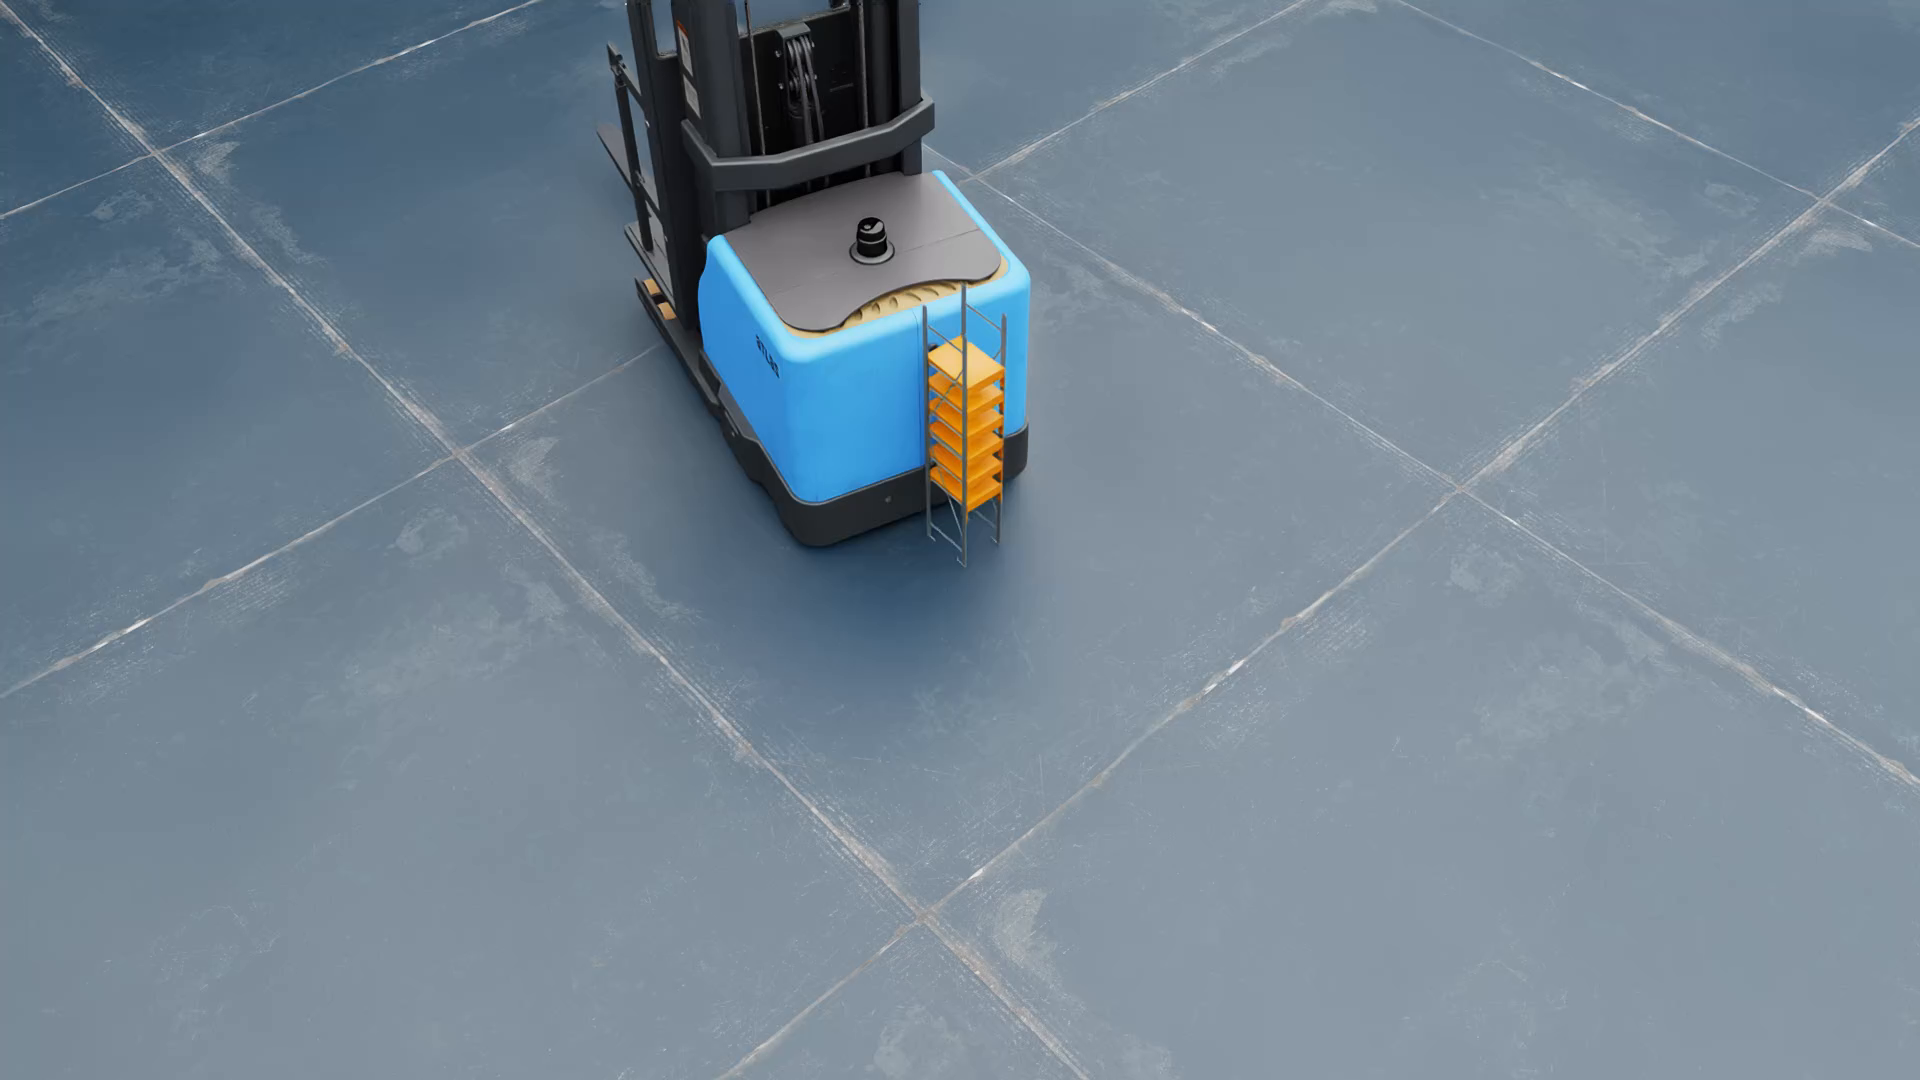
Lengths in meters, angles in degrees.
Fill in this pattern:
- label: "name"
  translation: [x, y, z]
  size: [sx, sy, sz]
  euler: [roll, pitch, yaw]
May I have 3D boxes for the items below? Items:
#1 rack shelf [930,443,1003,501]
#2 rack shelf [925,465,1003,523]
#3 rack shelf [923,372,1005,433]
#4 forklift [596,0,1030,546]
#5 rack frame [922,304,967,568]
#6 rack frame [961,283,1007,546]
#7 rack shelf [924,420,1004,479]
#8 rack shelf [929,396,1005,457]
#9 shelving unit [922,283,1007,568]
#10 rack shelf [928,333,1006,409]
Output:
- label: "rack shelf"
  translation: [0.015, -0.294, 6.428]
  size: [0.180, 0.103, 0.258]
  euler: [-32, 55, -26]
- label: "rack shelf"
  translation: [0.015, -0.212, 6.516]
  size: [0.180, 0.103, 0.258]
  euler: [-32, 55, -26]
- label: "rack shelf"
  translation: [0.015, -0.538, 6.164]
  size: [0.180, 0.103, 0.258]
  euler: [-32, 55, -26]
- label: "forklift"
  translation: [-0.840, -2.057, 6.654]
  size: [1.130, 2.935, 3.031]
  euler: [-21, 51, -18]
- label: "rack frame"
  translation: [-0.054, -0.361, 6.267]
  size: [0.006, 1.200, 0.240]
  euler: [-32, 55, -26]
- label: "rack frame"
  translation: [0.085, -0.449, 6.348]
  size: [0.006, 1.200, 0.240]
  euler: [-32, 55, -26]
- label: "rack shelf"
  translation: [0.015, -0.375, 6.340]
  size: [0.180, 0.103, 0.258]
  euler: [-32, 55, -26]
- label: "rack shelf"
  translation: [0.015, -0.456, 6.252]
  size: [0.180, 0.103, 0.258]
  euler: [-32, 55, -26]
- label: "shelving unit"
  translation: [0.015, -0.405, 6.307]
  size: [0.189, 1.200, 0.258]
  euler: [-32, 55, -26]
- label: "rack shelf"
  translation: [0.015, -0.619, 6.075]
  size: [0.180, 0.103, 0.258]
  euler: [-32, 55, -26]
